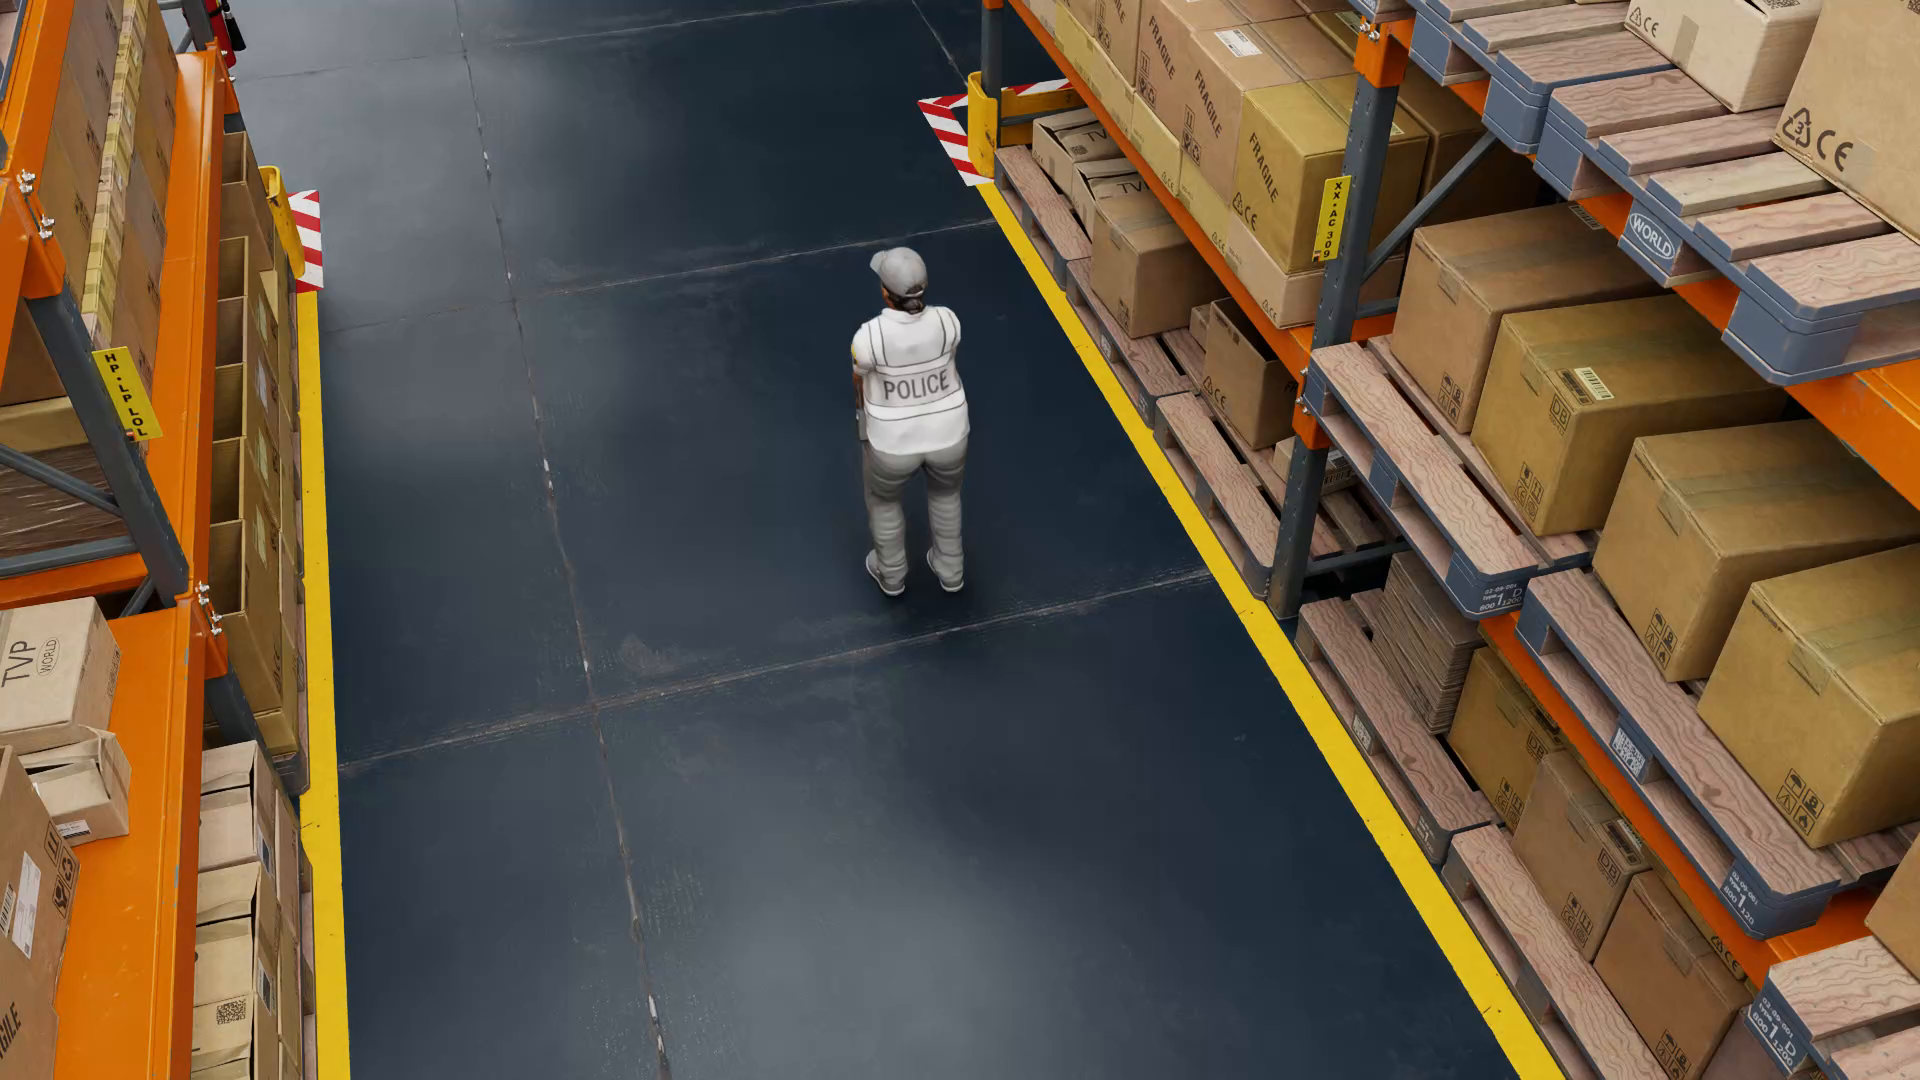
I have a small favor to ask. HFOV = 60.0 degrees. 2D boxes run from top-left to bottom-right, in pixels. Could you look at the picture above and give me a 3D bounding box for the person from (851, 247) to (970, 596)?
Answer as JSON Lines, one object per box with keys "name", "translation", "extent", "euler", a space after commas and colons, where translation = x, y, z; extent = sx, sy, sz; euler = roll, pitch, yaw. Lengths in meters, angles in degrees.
{"name": "person", "translation": [-0.213, -0.466, 6.677], "extent": [0.452, 1.661, 0.552], "euler": [-13, 44, -13]}
